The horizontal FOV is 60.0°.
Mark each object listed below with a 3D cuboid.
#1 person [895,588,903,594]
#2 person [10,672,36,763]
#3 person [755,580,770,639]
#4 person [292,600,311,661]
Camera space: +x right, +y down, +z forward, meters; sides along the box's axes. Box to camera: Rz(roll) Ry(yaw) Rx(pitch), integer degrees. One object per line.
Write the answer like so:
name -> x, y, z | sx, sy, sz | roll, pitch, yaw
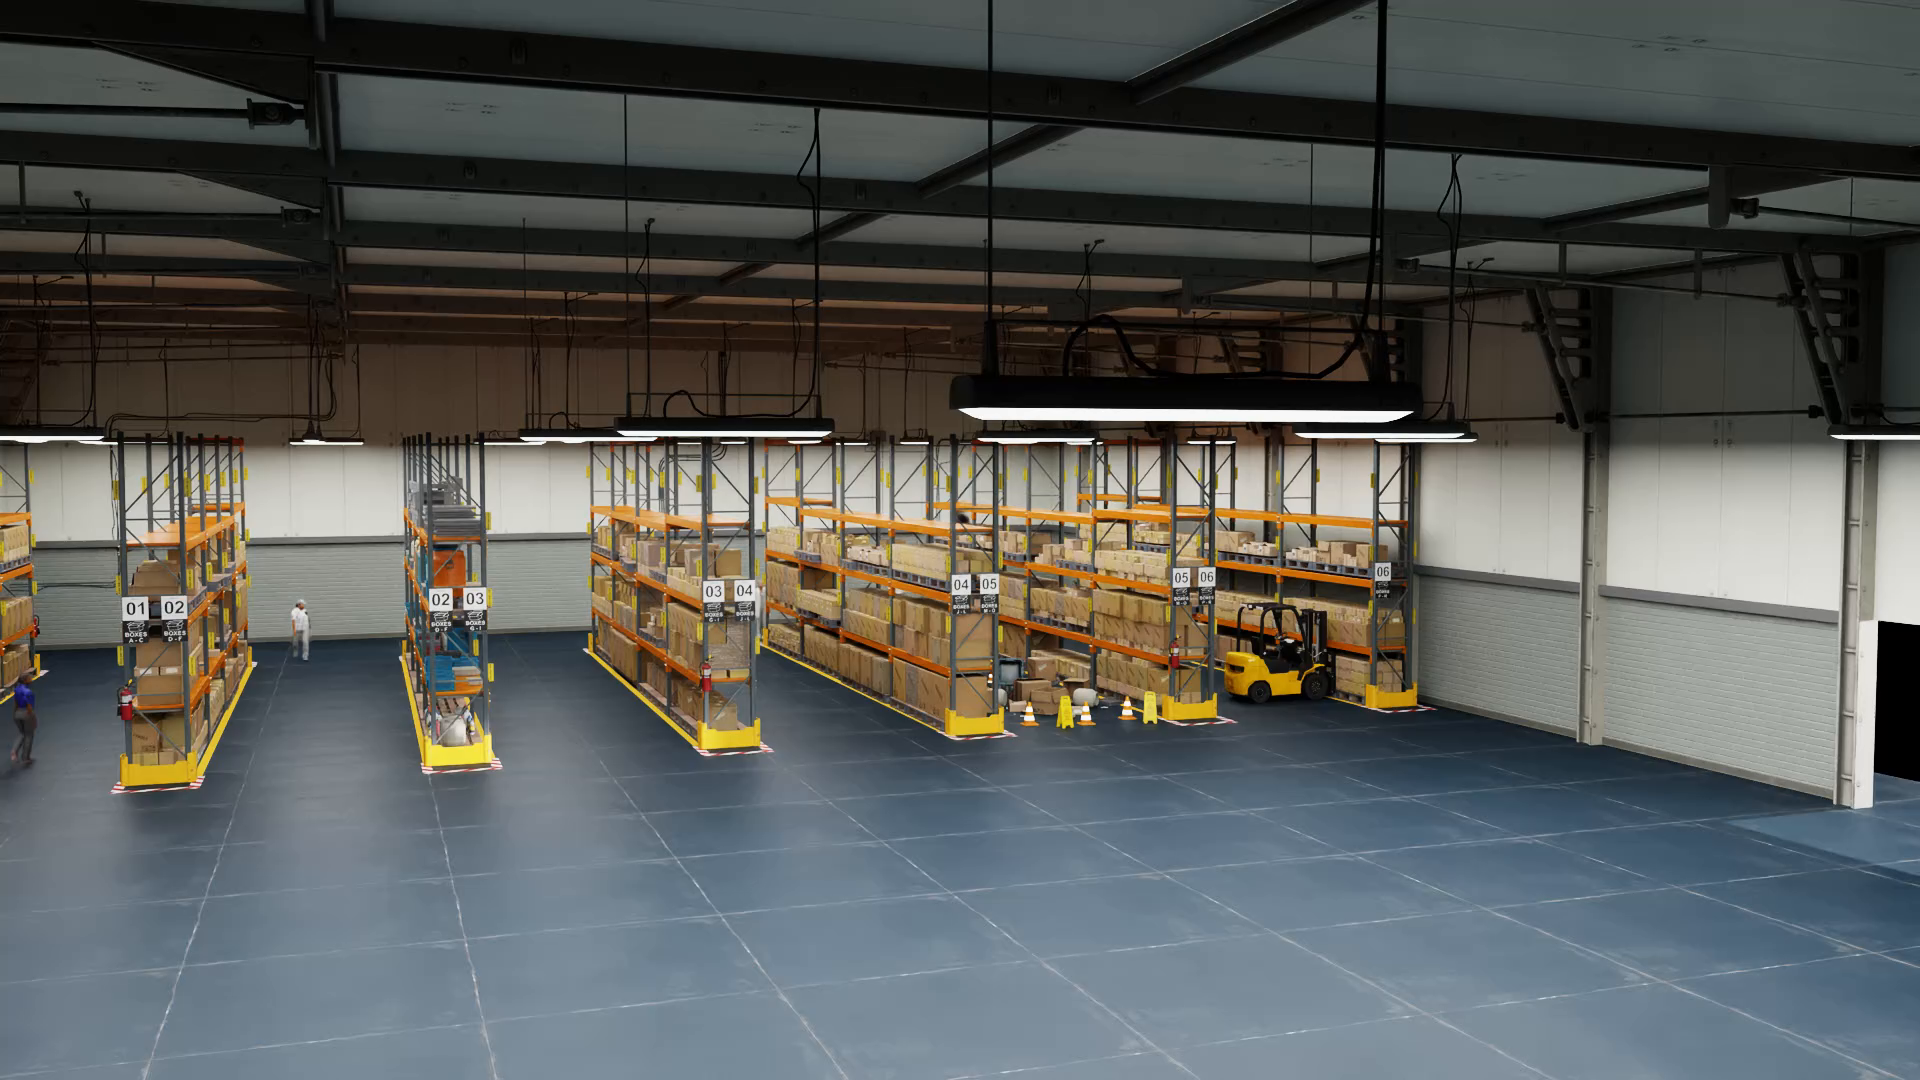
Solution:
person -> -2.099, 1.901, 53.520 | 0.599, 1.742, 0.953 | 3, 4, 44
person -> -16.934, 3.213, 30.079 | 0.450, 1.652, 0.451 | 1, 3, 14
person -> -5.946, 2.069, 49.648 | 0.598, 1.777, 0.399 | -1, 3, -19
person -> -17.730, 2.413, 44.773 | 0.484, 1.632, 0.665 | -1, 3, -22
